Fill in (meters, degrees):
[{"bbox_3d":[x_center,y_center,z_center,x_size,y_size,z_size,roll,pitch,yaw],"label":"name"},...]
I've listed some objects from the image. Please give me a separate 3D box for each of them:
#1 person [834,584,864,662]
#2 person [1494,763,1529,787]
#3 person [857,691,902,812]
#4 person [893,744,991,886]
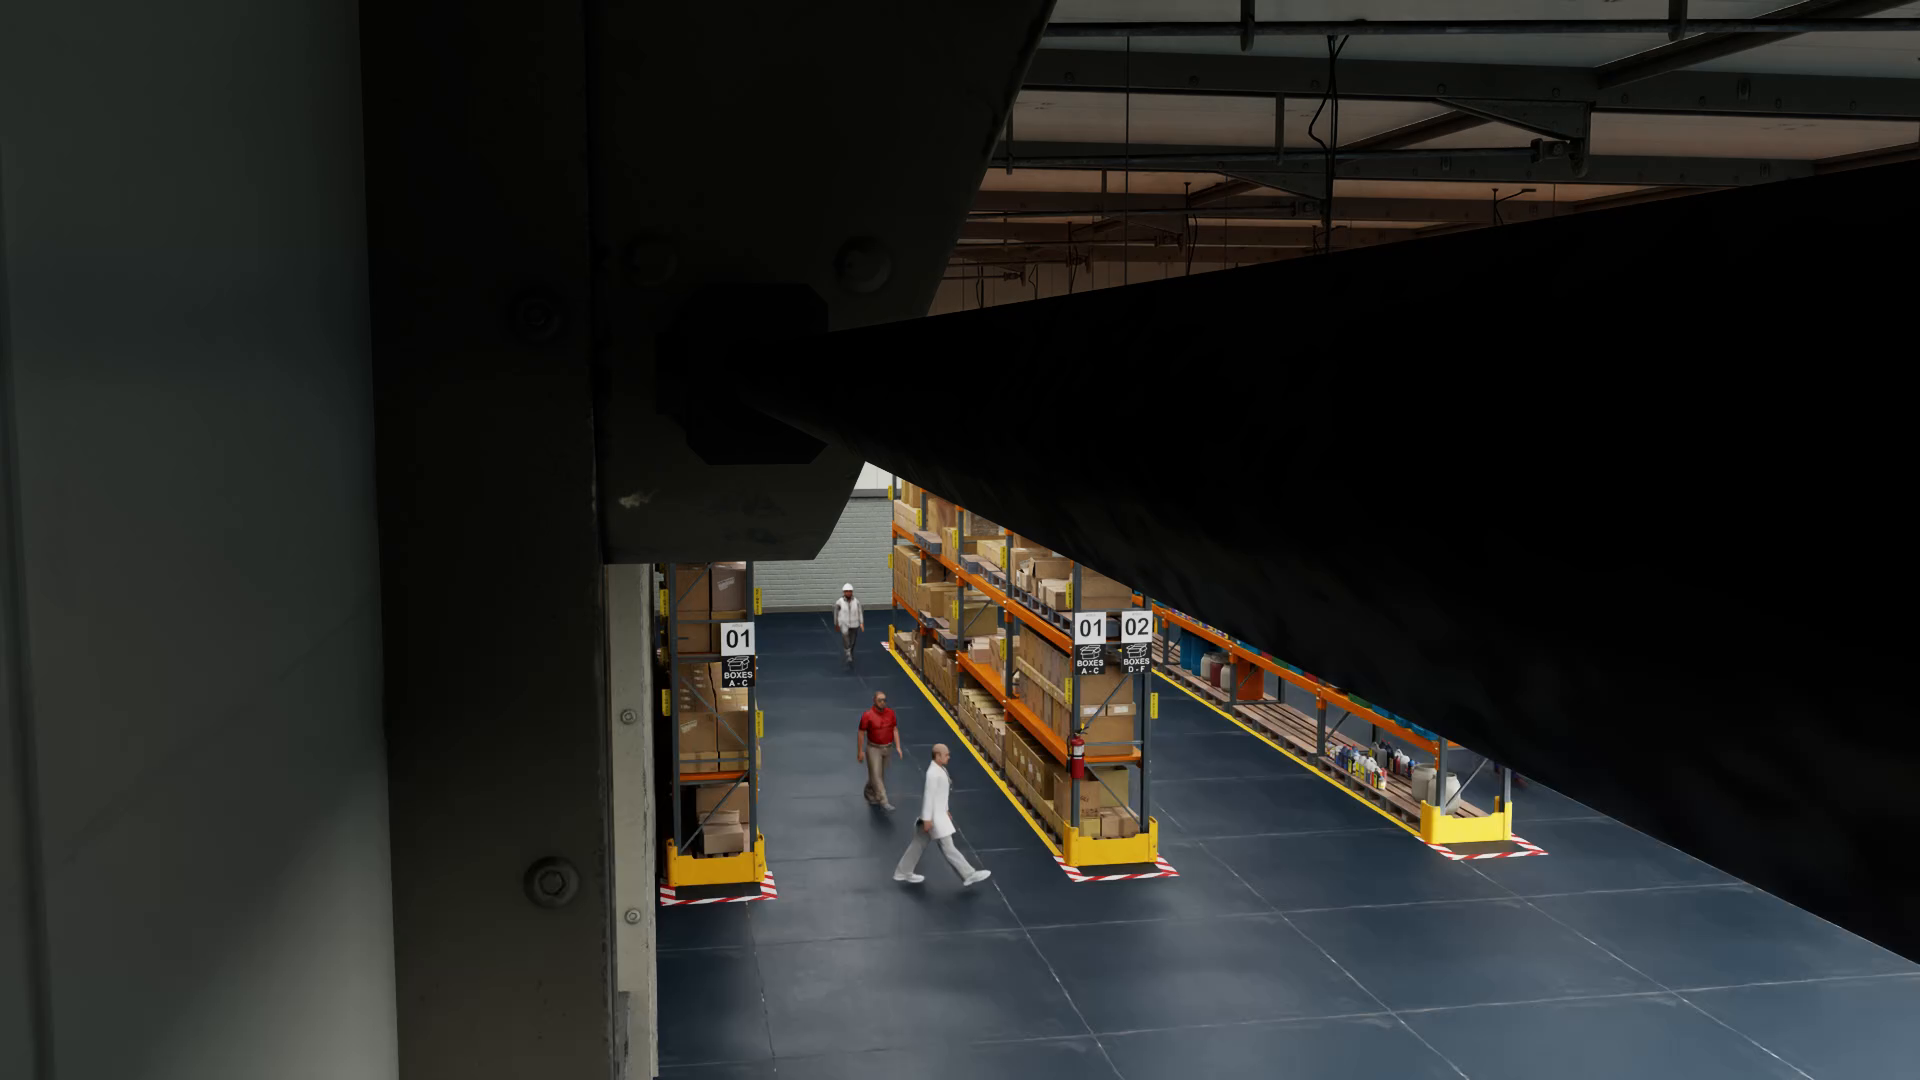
[{"bbox_3d":[-2.288,1.746,34.252,0.585,1.687,1.070,-1,6,-13],"label":"person"},{"bbox_3d":[8.280,2.827,24.922,0.508,1.593,0.931,-2,7,-19],"label":"person"},{"bbox_3d":[-1.087,2.957,23.326,0.571,1.667,1.071,-5,8,-40],"label":"person"},{"bbox_3d":[-0.228,3.296,20.018,1.163,1.711,0.592,0,6,-3],"label":"person"}]
